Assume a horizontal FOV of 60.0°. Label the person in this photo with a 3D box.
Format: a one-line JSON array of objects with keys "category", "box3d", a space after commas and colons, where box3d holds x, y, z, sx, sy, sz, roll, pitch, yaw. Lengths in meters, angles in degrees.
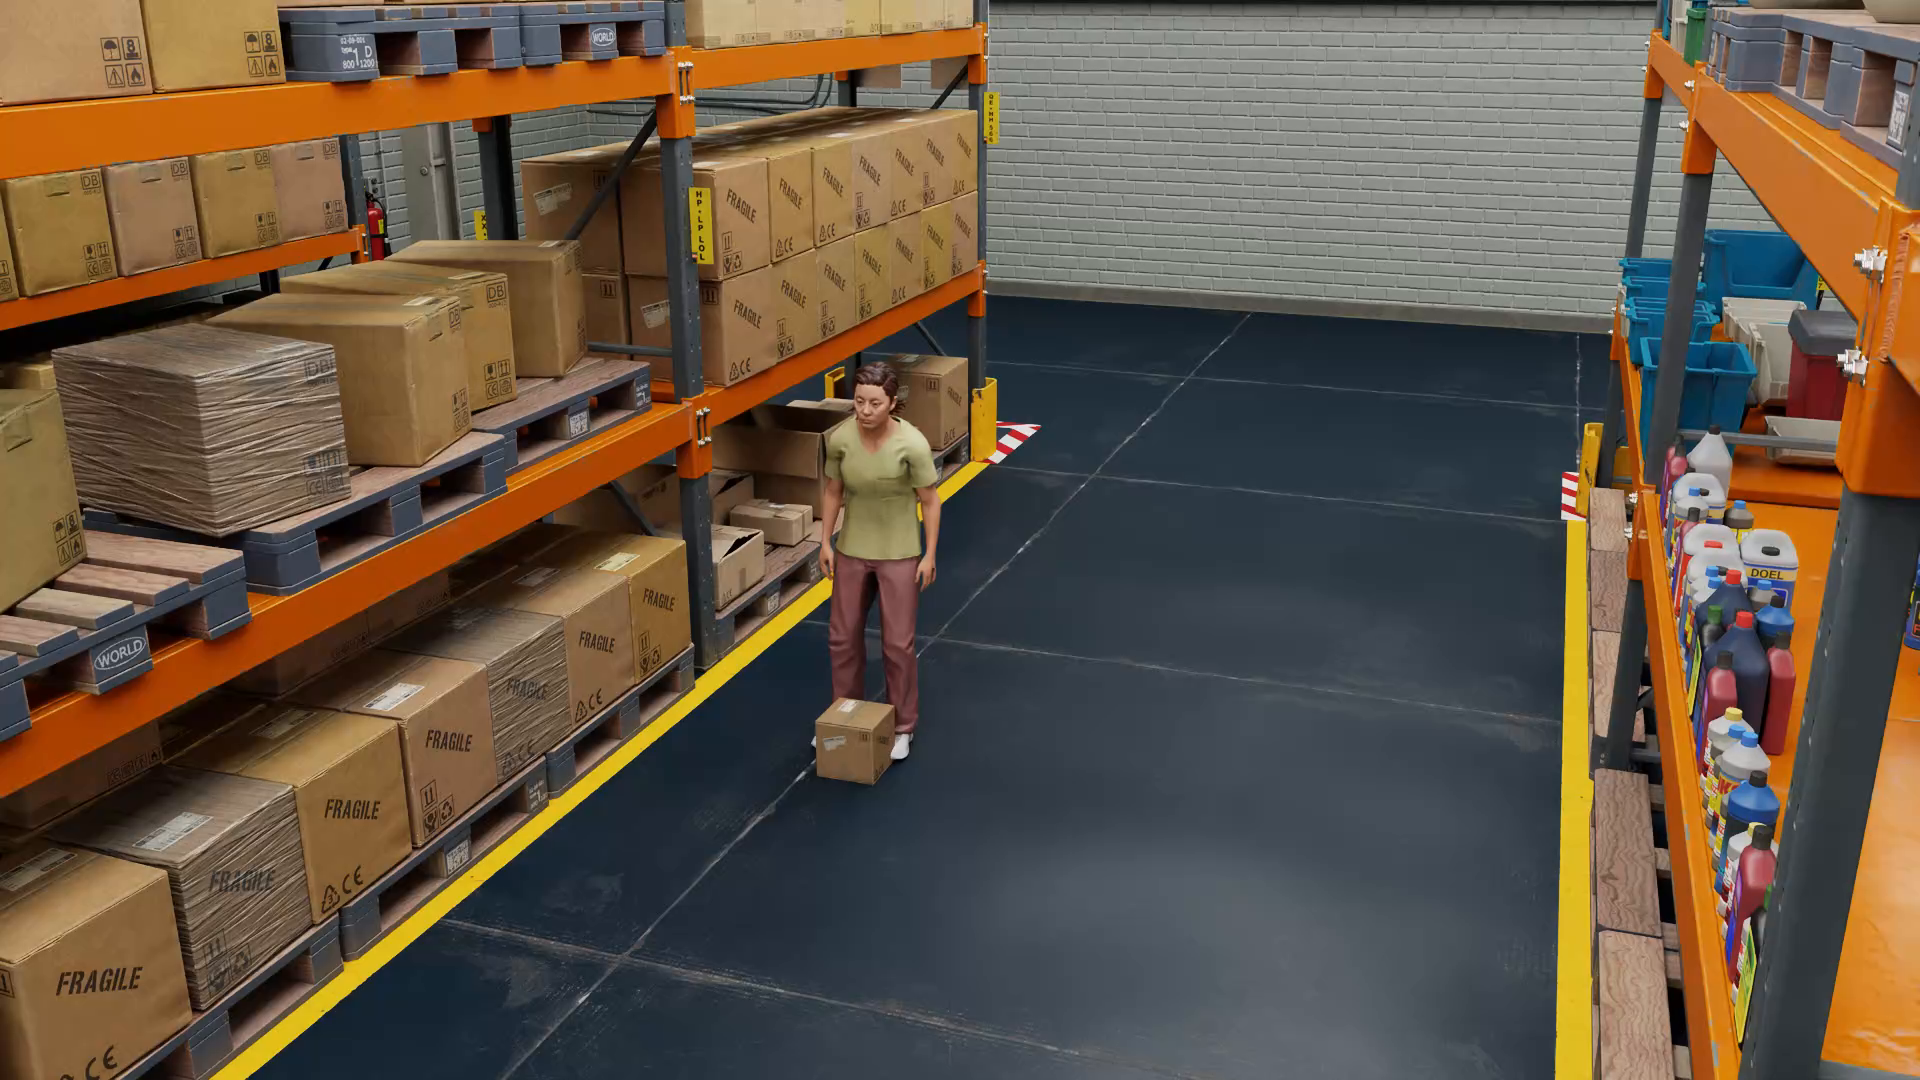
[{"category": "person", "box3d": [-0.345, 0.078, 6.834, 0.521, 1.672, 0.357, 6, 20, 16]}]
